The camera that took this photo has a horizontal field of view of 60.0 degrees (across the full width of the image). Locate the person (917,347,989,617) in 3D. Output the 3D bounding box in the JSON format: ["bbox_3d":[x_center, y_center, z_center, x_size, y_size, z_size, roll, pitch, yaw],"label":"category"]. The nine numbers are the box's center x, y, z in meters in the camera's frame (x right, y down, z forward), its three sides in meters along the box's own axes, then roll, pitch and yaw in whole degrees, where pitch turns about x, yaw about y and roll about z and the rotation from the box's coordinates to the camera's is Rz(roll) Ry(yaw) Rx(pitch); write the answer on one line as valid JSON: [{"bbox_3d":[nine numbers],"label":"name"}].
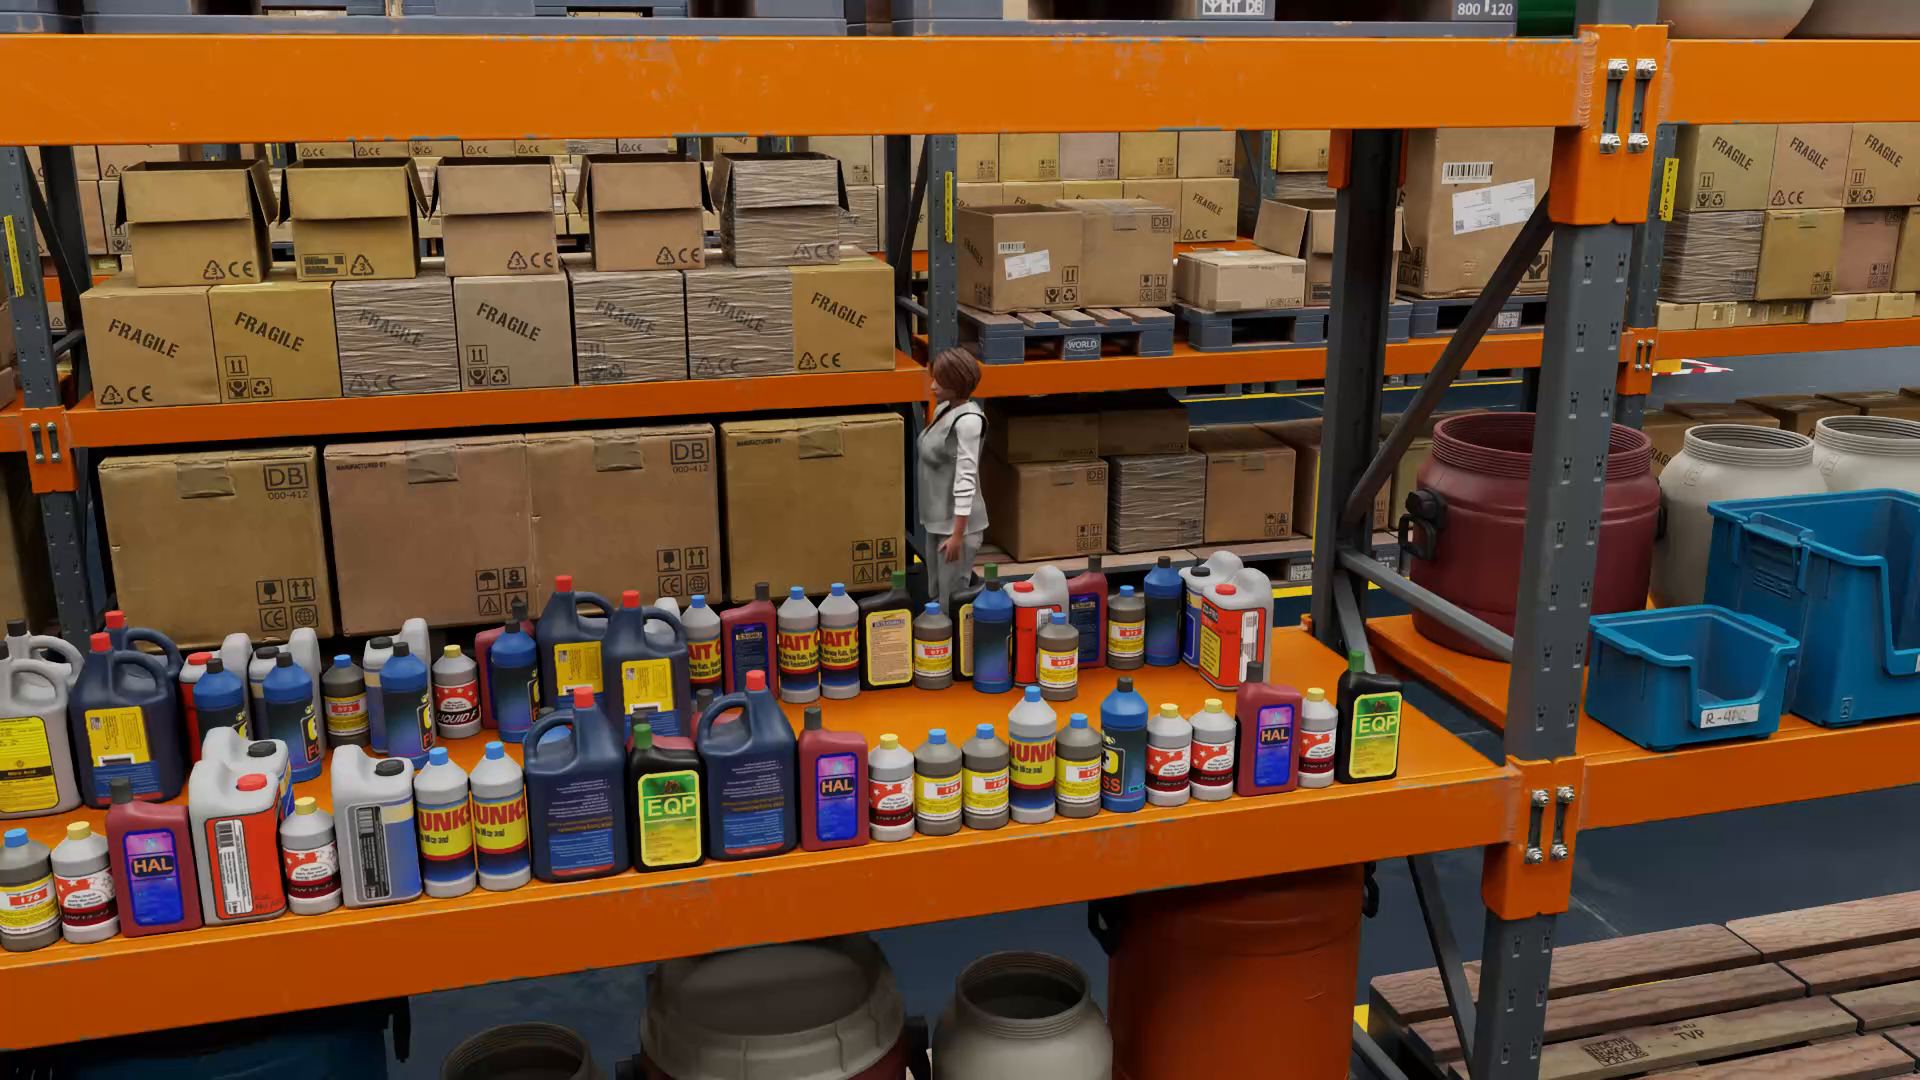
[{"bbox_3d":[-0.030,-0.044,7.212,0.300,1.594,0.406,-4,17,-14],"label":"person"}]
